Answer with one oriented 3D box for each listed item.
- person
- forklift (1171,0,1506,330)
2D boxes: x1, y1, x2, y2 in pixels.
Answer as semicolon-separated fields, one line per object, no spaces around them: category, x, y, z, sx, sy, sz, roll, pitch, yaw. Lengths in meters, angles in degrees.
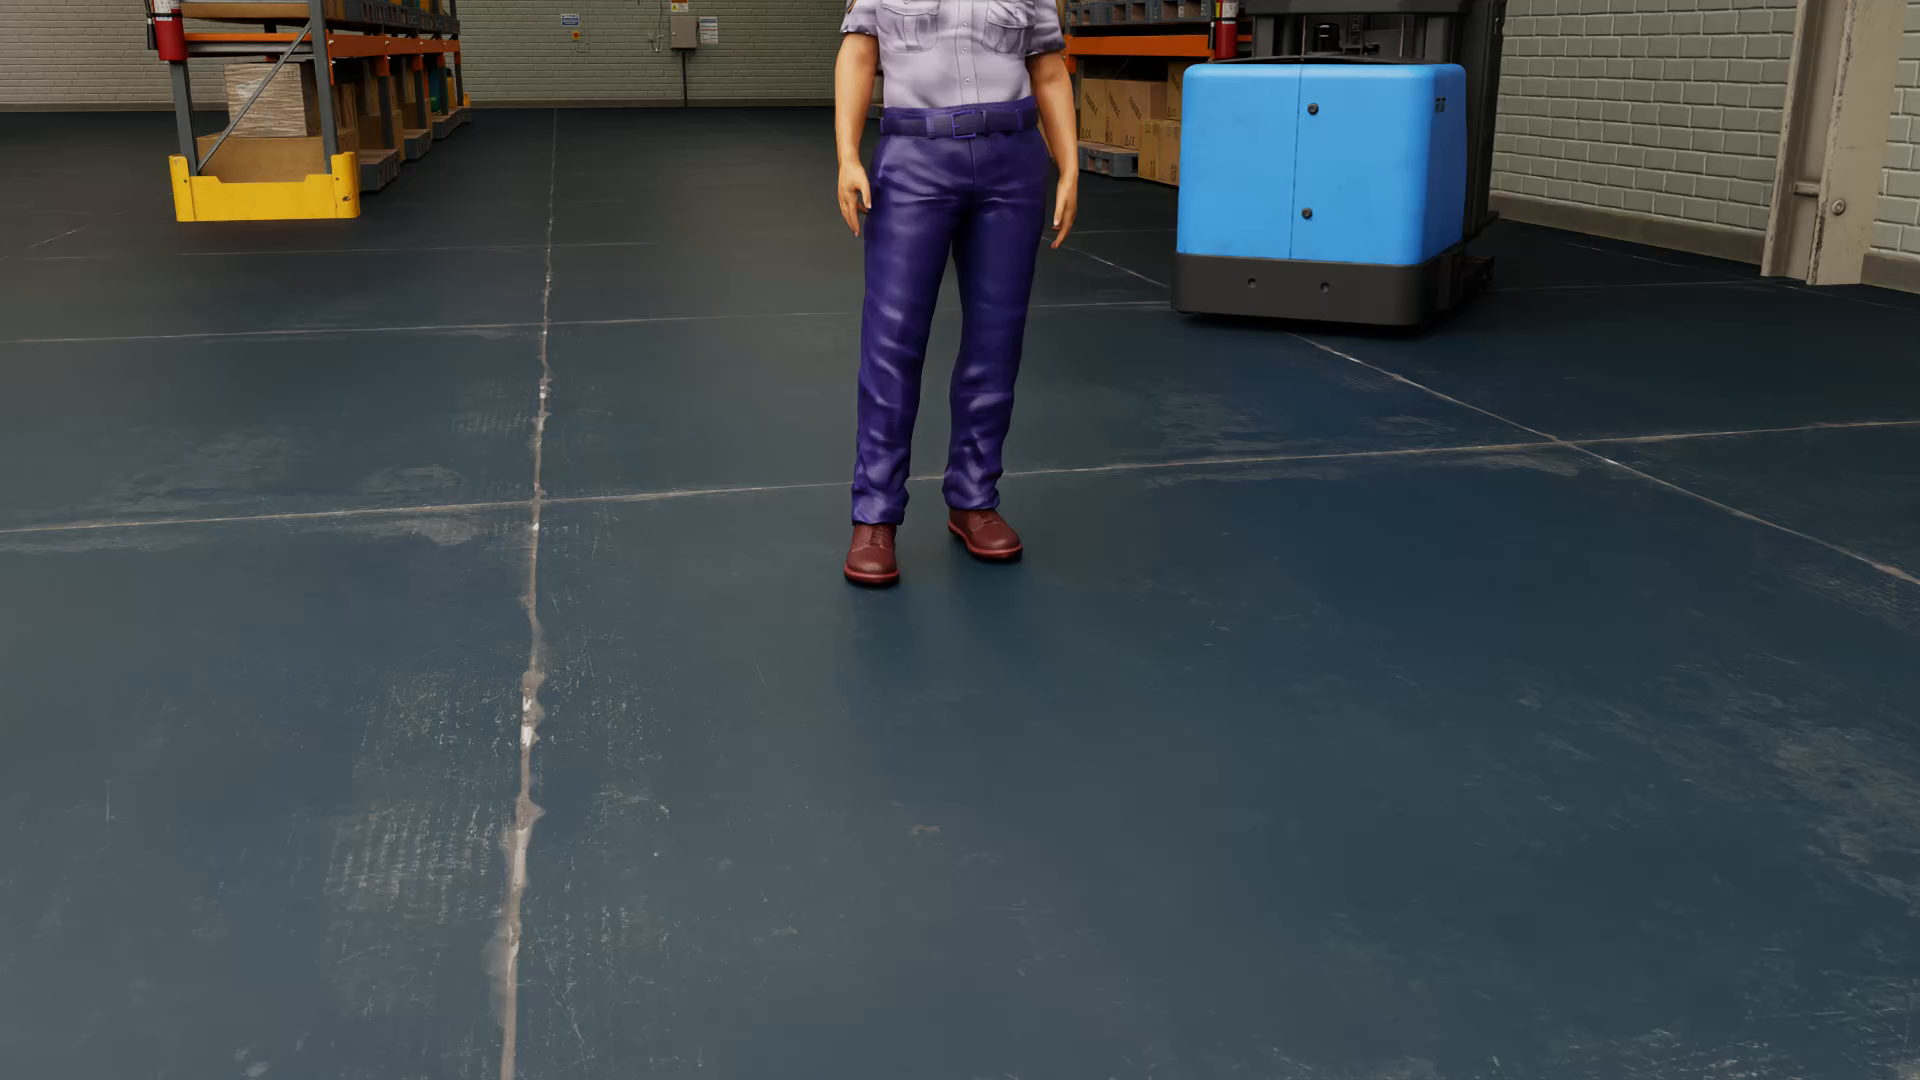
person;-0.002;-0.770;3.690;0.598;1.651;0.502;-4;17;-12
forklift;1.984;-2.635;7.745;1.130;2.935;3.031;8;18;24
